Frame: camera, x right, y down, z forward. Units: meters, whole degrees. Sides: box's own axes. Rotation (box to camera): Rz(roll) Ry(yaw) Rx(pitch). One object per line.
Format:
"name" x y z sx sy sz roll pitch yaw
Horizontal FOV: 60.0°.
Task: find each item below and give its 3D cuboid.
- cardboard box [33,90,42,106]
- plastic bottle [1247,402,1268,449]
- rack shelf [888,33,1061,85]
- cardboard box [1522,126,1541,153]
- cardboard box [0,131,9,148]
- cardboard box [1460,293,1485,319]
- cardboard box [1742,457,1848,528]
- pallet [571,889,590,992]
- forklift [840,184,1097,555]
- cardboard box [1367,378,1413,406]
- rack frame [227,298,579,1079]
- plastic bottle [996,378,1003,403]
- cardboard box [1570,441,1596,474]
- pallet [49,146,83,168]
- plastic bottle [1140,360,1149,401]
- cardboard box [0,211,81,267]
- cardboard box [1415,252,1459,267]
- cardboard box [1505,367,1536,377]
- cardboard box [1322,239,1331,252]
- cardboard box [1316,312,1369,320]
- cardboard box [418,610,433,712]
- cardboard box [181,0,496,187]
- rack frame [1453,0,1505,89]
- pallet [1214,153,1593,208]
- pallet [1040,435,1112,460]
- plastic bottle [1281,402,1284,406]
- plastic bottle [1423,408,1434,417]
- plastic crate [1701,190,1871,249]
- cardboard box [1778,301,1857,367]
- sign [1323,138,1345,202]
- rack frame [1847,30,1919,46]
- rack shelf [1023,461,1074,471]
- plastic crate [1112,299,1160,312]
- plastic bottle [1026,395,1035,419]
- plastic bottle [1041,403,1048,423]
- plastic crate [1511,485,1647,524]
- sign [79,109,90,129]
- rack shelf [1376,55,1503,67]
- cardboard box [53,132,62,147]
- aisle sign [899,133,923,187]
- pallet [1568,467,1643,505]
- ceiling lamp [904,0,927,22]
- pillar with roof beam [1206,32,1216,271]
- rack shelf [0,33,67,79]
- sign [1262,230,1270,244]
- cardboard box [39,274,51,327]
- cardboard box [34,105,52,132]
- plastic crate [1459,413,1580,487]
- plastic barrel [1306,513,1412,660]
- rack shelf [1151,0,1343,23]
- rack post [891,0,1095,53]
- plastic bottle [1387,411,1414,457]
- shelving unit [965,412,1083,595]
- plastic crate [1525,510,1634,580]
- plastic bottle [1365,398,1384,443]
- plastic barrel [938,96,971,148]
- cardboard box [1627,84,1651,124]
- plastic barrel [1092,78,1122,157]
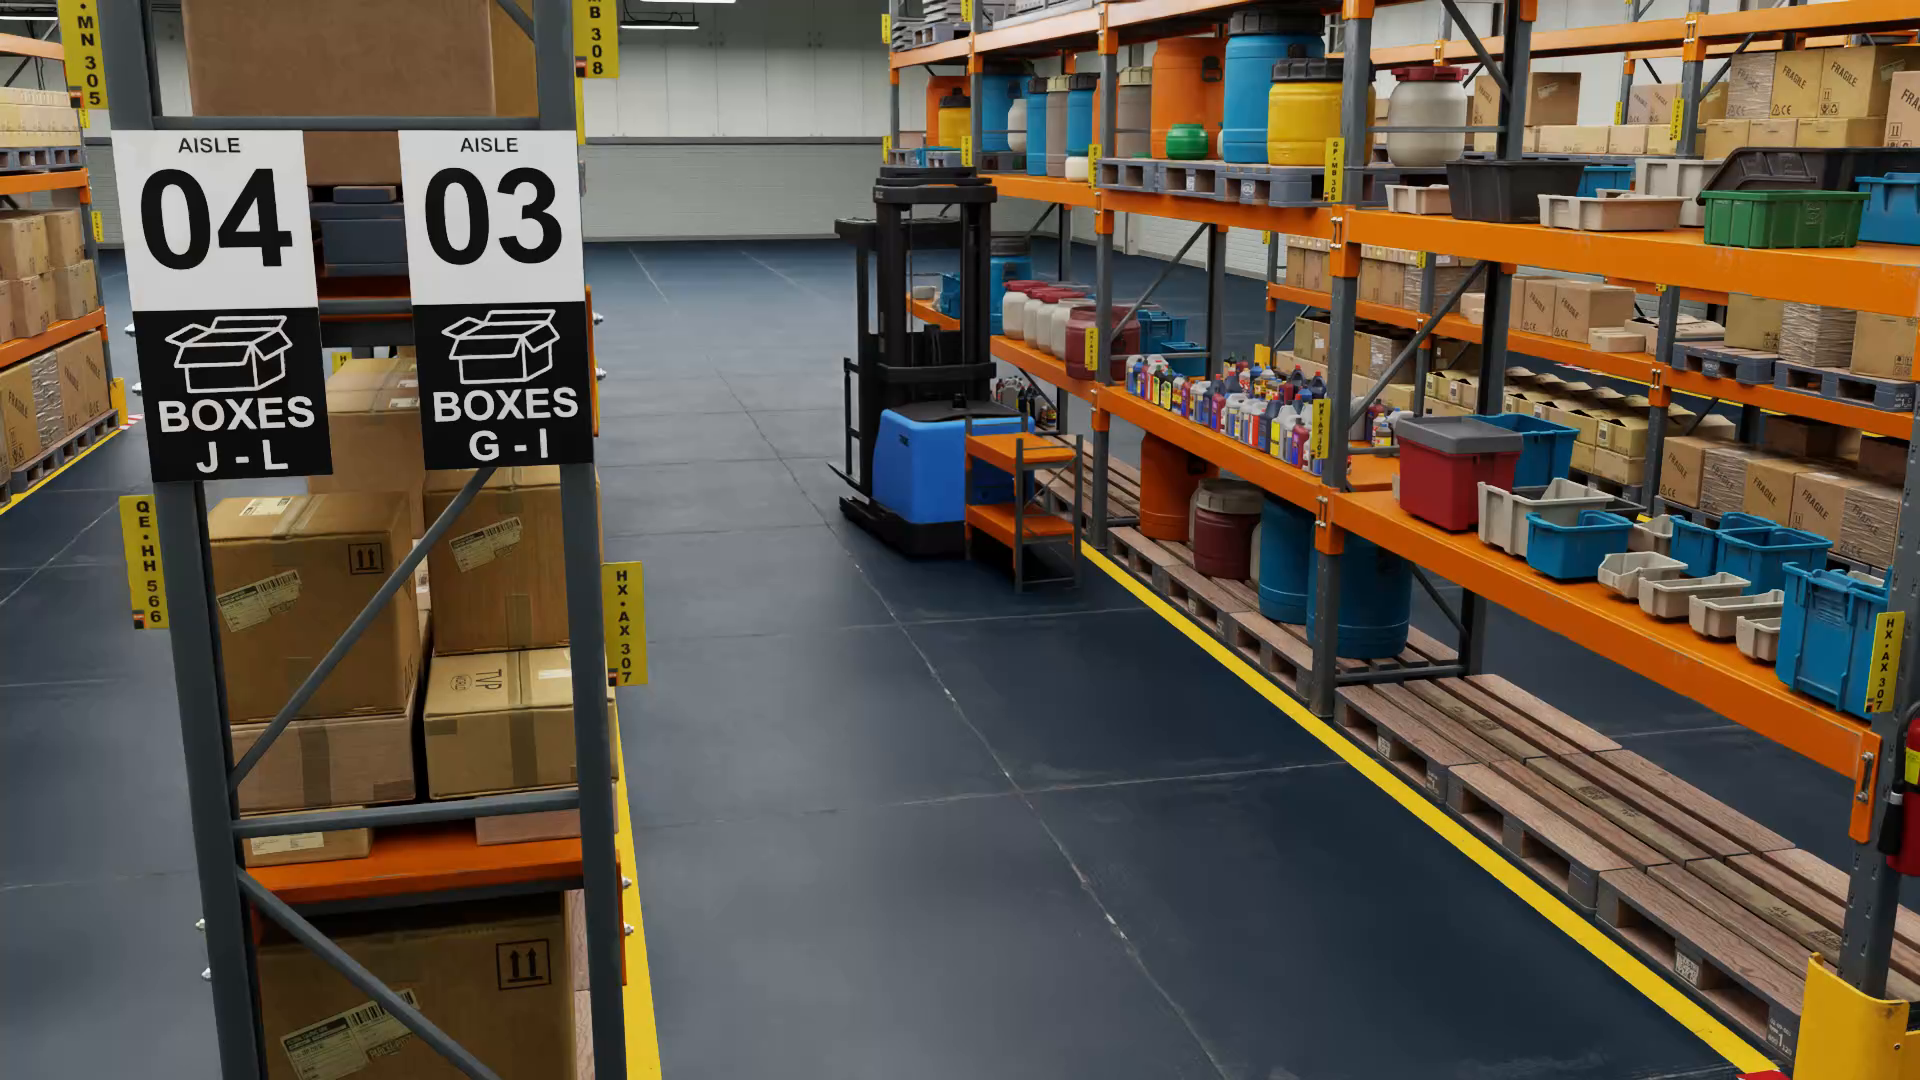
"cardboard box" -9.289 -4.357 16.374 0.380 0.149 0.250 -3 14 -14
"plastic bottle" 1.870 -0.708 10.267 0.152 0.276 0.135 -3 14 -13
"rack shelf" 0.133 -5.172 17.996 1.077 0.370 4.000 -3 14 -13
"cardboard box" 5.685 -3.935 16.323 0.500 0.250 0.500 -5 15 -19
"cardboard box" -8.990 -3.677 15.271 0.380 0.149 0.250 -4 14 -14
"cardboard box" 5.576 -2.432 17.376 0.500 0.250 0.500 -2 14 -10
"cardboard box" 6.428 -0.335 12.818 0.500 0.500 0.500 -3 14 -14
"pallet" -1.941 1.598 6.444 1.003 0.211 1.213 -3 14 -13
"forklift" 1.838 -6.342 33.395 19.219 2.843 39.197 -5 15 -20
"cardboard box" 4.989 -1.695 18.952 0.500 0.250 0.500 -3 14 -13
"rack frame" -1.397 0.704 4.225 0.949 2.616 0.053 -3 14 -13
"plastic bottle" 0.450 -1.692 18.831 0.061 0.283 0.133 -3 14 -13
"cardboard box" 5.872 -0.788 15.240 0.500 0.250 0.500 -3 14 -14
"pallet" -9.812 -3.978 17.254 1.003 0.211 1.213 -3 14 -13
"plastic bottle" 1.362 -1.165 12.120 0.061 0.283 0.133 -3 14 -13
"cardboard box" -9.728 -3.122 17.294 0.875 0.550 0.550 -3 14 -13
"cardboard box" 5.146 -3.030 17.932 0.380 0.149 0.250 -3 14 -13
"cardboard box" 5.792 -1.679 17.706 0.500 0.311 0.500 -3 14 -13
"cardboard box" 4.606 -3.562 20.107 0.380 0.149 0.250 -4 14 -15
"cardboard box" -3.727 -0.542 13.624 21.017 0.960 12.000 -3 14 -13
"cardboard box" -1.884 0.418 5.084 0.500 0.250 0.500 -4 14 -14
"cardboard box" -9.678 -2.686 5.739 15.158 2.748 8.672 -4 14 -17
"rack frame" 5.421 -5.530 17.102 0.949 2.616 0.053 -3 14 -13
"pallet" 3.971 -2.764 12.499 6.095 0.211 6.140 -3 14 -13
"pallet" 0.825 -0.807 16.285 1.003 0.211 1.213 -3 14 -13
"plastic bottle" 1.987 -0.717 10.314 0.097 0.271 0.097 0 14 0
"plastic bottle" 2.704 -0.580 9.583 0.144 0.351 0.185 -3 14 -13
"plastic crate" 2.912 -1.138 5.891 0.450 0.188 0.336 -3 14 -13
"cardboard box" 6.644 -1.585 12.498 0.700 0.500 0.500 -1 14 -3
"sign" 1.946 -1.926 8.652 0.100 0.325 0.005 -3 14 -13
"rack frame" 10.232 -5.807 18.235 1.000 3.000 0.127 -3 14 -13
"rack shelf" 0.454 -0.629 12.171 0.416 0.054 0.922 -5 15 -20
"plastic crate" 1.460 -1.839 14.498 0.402 0.464 0.583 -3 14 -13
"plastic bottle" 0.748 -1.400 17.632 0.061 0.283 0.133 -3 14 -13
"plastic bottle" 0.906 -1.340 17.560 0.097 0.201 0.097 0 14 0
"plastic crate" 3.005 -0.147 8.163 0.437 0.125 0.590 -3 14 -13
"sign" -9.466 -4.610 17.957 0.100 0.325 0.005 -3 14 -13
"rack shelf" 4.948 -5.543 19.099 0.919 0.124 3.809 -3 14 -13
"cardboard box" -9.411 -4.088 16.954 0.380 0.149 0.250 -3 14 -13
"aisle sign" -0.639 -4.526 20.156 0.394 0.787 0.004 -3 14 -13
"pallet" 6.202 -0.530 15.153 1.003 0.211 1.213 -3 14 -13
"ceiling lamp" -0.662 -15.205 44.403 2.000 3.185 0.800 -3 14 -13
"pillar with roof beam" 1.886 -10.529 37.563 9.100 9.000 0.548 -3 14 -13
"rack shelf" -9.527 -4.643 15.830 1.077 0.370 4.000 -3 14 -13
"sign" 3.938 -3.968 21.357 0.100 0.325 0.005 -3 14 -13
"cardboard box" -9.541 -2.342 16.377 0.875 0.550 0.500 -3 14 -13
"cardboard box" -9.376 -4.187 16.517 0.500 0.250 0.500 -3 14 -14
"plastic crate" 2.922 -0.428 8.764 0.392 0.384 0.575 -3 14 -13
"plastic barrel" 2.370 0.194 9.849 0.600 0.901 0.708 -3 14 -13
"rack shelf" 2.012 -3.422 10.419 0.919 0.124 3.809 -3 14 -13
"rack post" 0.513 -5.383 16.149 1.210 0.967 7.107 -3 14 -13
"plastic bottle" 2.657 -0.647 10.017 0.152 0.276 0.135 -3 14 -13
"shelving unit" -10.827 -3.643 15.699 18.801 6.000 16.628 -5 15 -20
"plastic crate" 2.689 0.021 7.249 0.416 0.233 0.300 -3 14 -13
"plastic bottle" 2.601 -0.752 10.429 0.061 0.283 0.133 -3 14 -13
"plastic barrel" 0.054 -4.760 18.988 0.600 0.588 0.600 0 14 0
"cardboard box" 9.147 -5.714 21.816 0.500 0.500 0.500 -4 14 -17
"plastic barrel" 1.406 -3.436 13.945 0.600 0.830 0.708 -3 14 -13
